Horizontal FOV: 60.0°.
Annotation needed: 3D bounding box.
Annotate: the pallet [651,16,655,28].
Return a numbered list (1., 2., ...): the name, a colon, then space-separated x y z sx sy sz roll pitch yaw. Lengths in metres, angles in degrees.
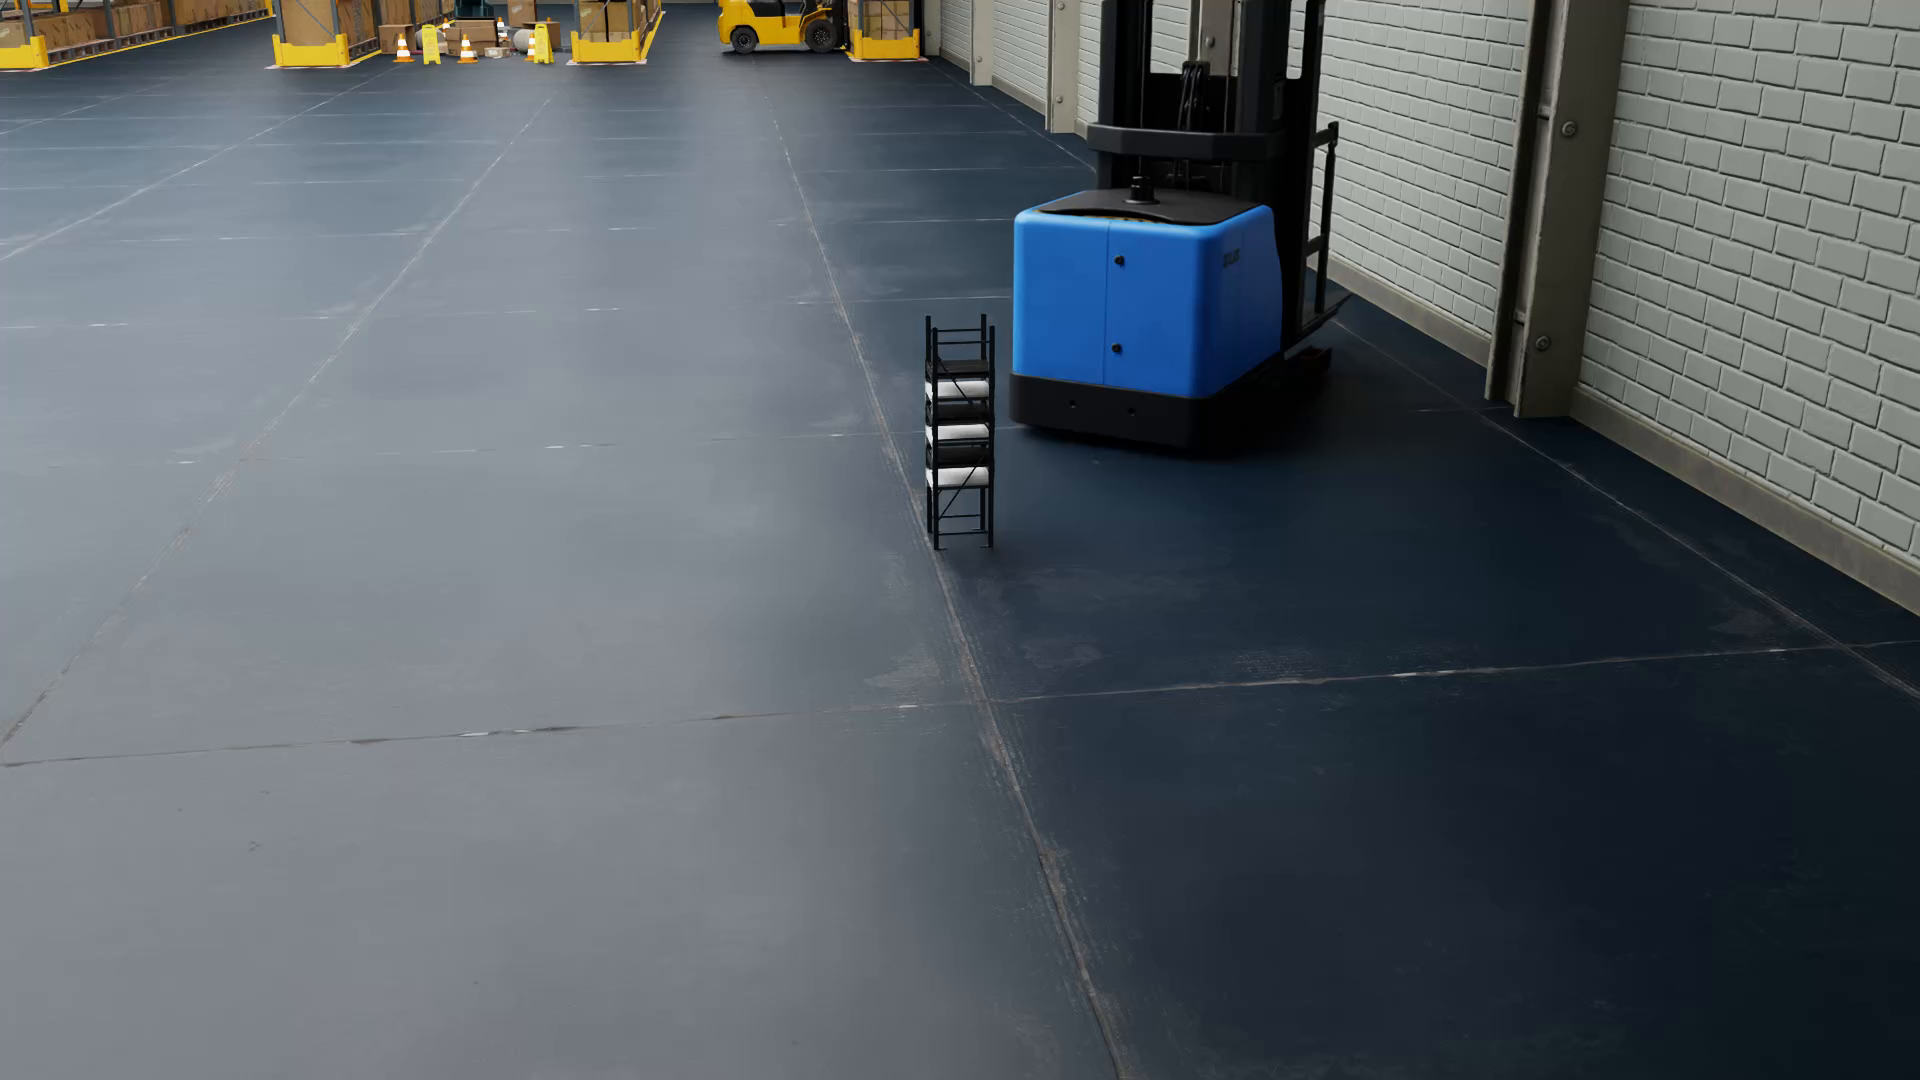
1. pallet: -7.599 -12.027 38.617 1.003 0.211 1.213 -3 21 -8

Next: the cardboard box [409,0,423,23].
1. cardboard box: -12.120 -11.634 36.552 0.500 0.500 0.500 -4 21 -10

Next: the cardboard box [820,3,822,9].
1. cardboard box: -3.051 -12.762 39.571 0.500 0.500 0.500 -4 21 -9

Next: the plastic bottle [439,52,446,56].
1. plastic bottle: -9.540 -8.933 30.547 0.133 0.061 0.283 -11 23 -26

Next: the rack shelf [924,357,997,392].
1. rack shelf: -0.001 -0.646 6.483 0.258 0.077 0.200 -3 21 -8

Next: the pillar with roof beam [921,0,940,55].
1. pillar with roof beam: -4.791 -12.997 28.654 9.100 9.000 0.400 -3 21 -8

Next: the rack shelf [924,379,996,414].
1. rack shelf: -0.001 -0.562 6.515 0.258 0.077 0.200 -3 21 -8

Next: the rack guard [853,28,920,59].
1. rack guard: -1.319 -8.938 29.932 1.175 0.500 0.348 -3 21 -8

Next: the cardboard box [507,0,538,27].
1. cardboard box: -8.568 -10.334 32.588 0.500 0.500 0.500 -3 21 -8

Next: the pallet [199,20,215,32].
1. pallet: -17.405 -11.528 37.279 1.003 0.211 1.213 -3 21 -8

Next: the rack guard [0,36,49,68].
1. rack guard: -16.051 -8.221 28.013 1.175 0.500 0.348 -3 21 -8

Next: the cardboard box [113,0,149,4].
1. cardboard box: -16.981 -11.109 34.043 0.500 0.250 0.500 -1 20 -2

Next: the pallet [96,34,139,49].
1. pallet: -16.731 -9.714 32.423 1.003 0.211 1.213 -3 21 -8

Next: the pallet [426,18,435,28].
1. pallet: -12.555 -11.737 37.839 1.003 0.211 1.213 -3 21 -8

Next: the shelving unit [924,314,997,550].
1. shelving unit: -0.001 -0.424 6.566 0.258 0.900 0.210 -3 21 -8

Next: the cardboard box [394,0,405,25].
1. cardboard box: -12.143 -10.976 34.431 1.050 0.750 0.750 -3 21 -7

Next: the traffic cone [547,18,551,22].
1. traffic cone: -8.375 -10.421 33.956 0.336 0.463 0.334 -3 21 -8

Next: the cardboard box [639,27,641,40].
1. cardboard box: -6.234 -9.433 31.015 0.500 0.250 0.500 -2 21 -4

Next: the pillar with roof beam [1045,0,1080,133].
1. pillar with roof beam: -3.061 -8.842 17.529 9.100 9.000 0.400 -3 21 -8

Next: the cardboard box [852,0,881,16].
1. cardboard box: -1.698 -9.638 30.135 0.500 0.250 0.500 -2 21 -6

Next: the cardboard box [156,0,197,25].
1. cardboard box: -17.272 -11.577 35.862 1.225 0.875 0.875 -4 21 -10

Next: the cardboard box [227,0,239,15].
1. cardboard box: -17.786 -12.955 39.550 0.875 0.875 0.875 -3 21 -8

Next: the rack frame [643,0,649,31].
1. rack frame: -7.387 -12.636 36.260 1.000 3.000 0.127 -3 21 -8

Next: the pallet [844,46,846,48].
1. pallet: -1.826 -9.919 32.970 1.003 0.211 1.213 -3 21 -8

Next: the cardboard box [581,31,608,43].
1. cardboard box: -6.620 -9.049 29.987 0.500 0.250 0.500 -3 21 -8

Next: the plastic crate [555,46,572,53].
1. plastic crate: -7.396 -9.298 31.496 0.402 0.080 0.583 -11 23 -26

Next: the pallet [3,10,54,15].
1. pallet: -23.168 -13.062 41.387 1.003 0.211 1.213 -3 21 -8

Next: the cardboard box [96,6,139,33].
1. cardboard box: -16.815 -10.359 33.109 0.700 0.500 0.500 -5 21 -12

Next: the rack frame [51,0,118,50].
1. rack frame: -16.617 -10.751 31.213 1.000 3.000 0.127 -3 21 -8

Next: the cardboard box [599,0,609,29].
1. cardboard box: -6.686 -9.570 30.311 0.500 0.500 0.500 -2 21 -6

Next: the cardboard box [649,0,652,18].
1. cardboard box: -7.529 -12.389 38.037 0.875 0.875 0.875 -3 21 -7

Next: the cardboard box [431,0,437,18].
1. cardboard box: -12.418 -12.340 38.442 0.500 0.500 0.500 -3 21 -9

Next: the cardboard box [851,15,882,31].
1. cardboard box: -1.702 -9.413 30.247 0.500 0.250 0.500 -3 21 -8

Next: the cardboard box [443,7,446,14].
1. cardboard box: -12.582 -12.739 40.012 0.380 0.149 0.250 -4 21 -10

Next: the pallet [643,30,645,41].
1. pallet: -6.924 -10.214 33.761 1.003 0.211 1.213 -3 21 -8

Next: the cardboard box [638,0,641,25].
1. cardboard box: -6.310 -9.967 31.372 0.500 0.500 0.500 -2 21 -5

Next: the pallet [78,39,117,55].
1. pallet: -16.485 -9.214 31.084 1.003 0.211 1.213 -3 21 -8

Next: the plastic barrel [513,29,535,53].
1. plastic barrel: -8.030 -9.298 31.005 0.512 0.421 0.421 12 24 30

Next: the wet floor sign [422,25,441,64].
1. wet floor sign: -9.154 -8.568 28.734 0.267 0.644 0.232 -7 21 -17

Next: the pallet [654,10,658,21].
1. pallet: -7.996 -12.981 41.171 1.003 0.211 1.213 -3 21 -8

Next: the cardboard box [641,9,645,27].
1. cardboard box: -7.098 -10.887 34.734 0.950 0.372 0.625 -2 21 -6

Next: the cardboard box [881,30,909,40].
1. cardboard box: -1.200 -9.206 30.407 0.500 0.250 0.500 -3 21 -8

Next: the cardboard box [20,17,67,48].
1. cardboard box: -16.305 -9.032 29.583 0.500 0.500 0.500 -1 21 -3

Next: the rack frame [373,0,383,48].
1. rack frame: -11.694 -10.966 31.790 1.000 3.000 0.127 -3 21 -8

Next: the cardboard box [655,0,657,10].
1. cardboard box: -8.078 -13.550 41.769 0.875 0.438 0.875 -4 21 -9

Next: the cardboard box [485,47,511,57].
1. cardboard box: -8.422 -8.882 30.284 0.380 0.149 0.250 8 22 20

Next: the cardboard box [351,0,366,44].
1. cardboard box: -11.539 -9.634 30.660 0.875 0.875 0.875 -3 21 -7

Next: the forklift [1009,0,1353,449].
1. forklift: 1.378 -2.265 8.590 1.130 2.935 3.031 11 23 26

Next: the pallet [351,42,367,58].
1. pallet: -11.483 -8.969 30.429 1.003 0.211 1.213 -3 21 -8
